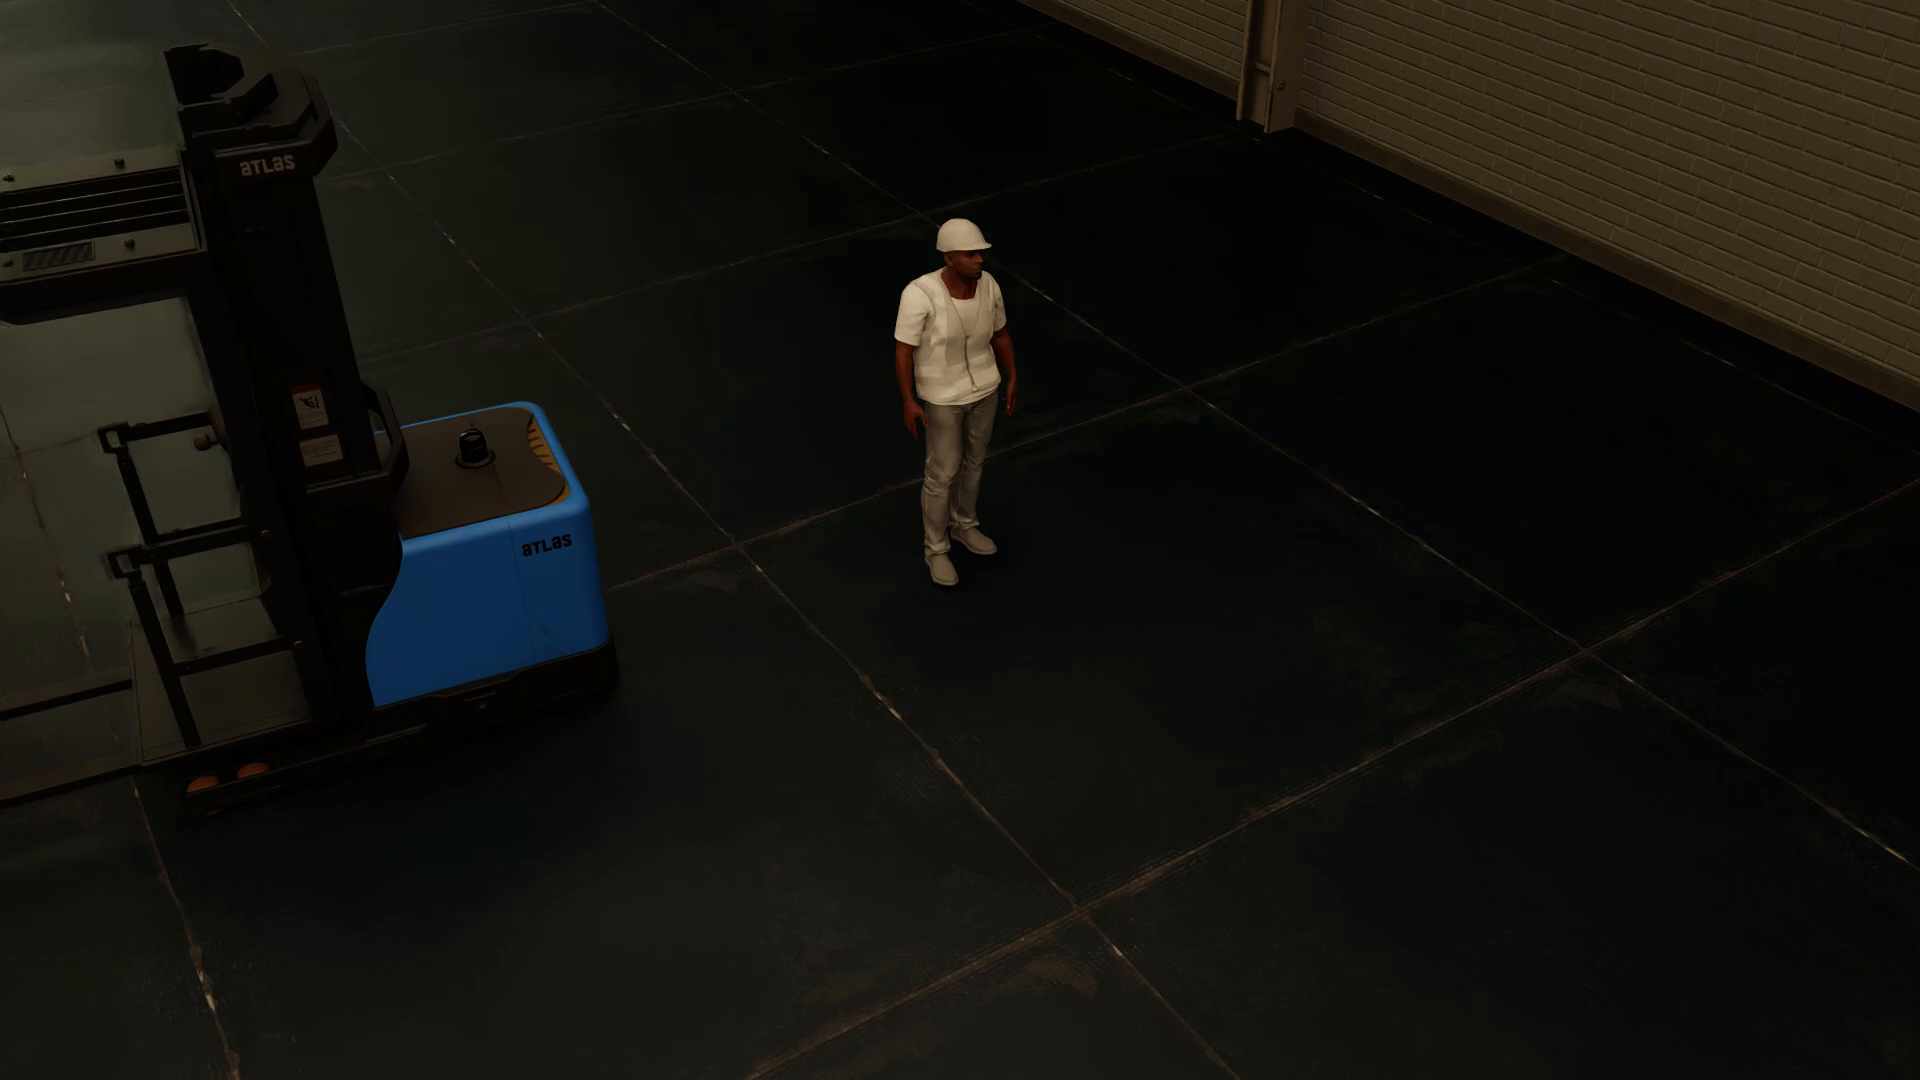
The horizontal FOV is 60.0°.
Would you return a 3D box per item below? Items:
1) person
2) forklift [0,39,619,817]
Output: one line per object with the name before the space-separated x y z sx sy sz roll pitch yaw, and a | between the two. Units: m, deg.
person | 0.032 -0.693 8.135 0.665 1.765 0.577 -21 40 -27
forklift | -3.134 -0.382 6.691 3.031 2.935 1.130 -15 38 -20
